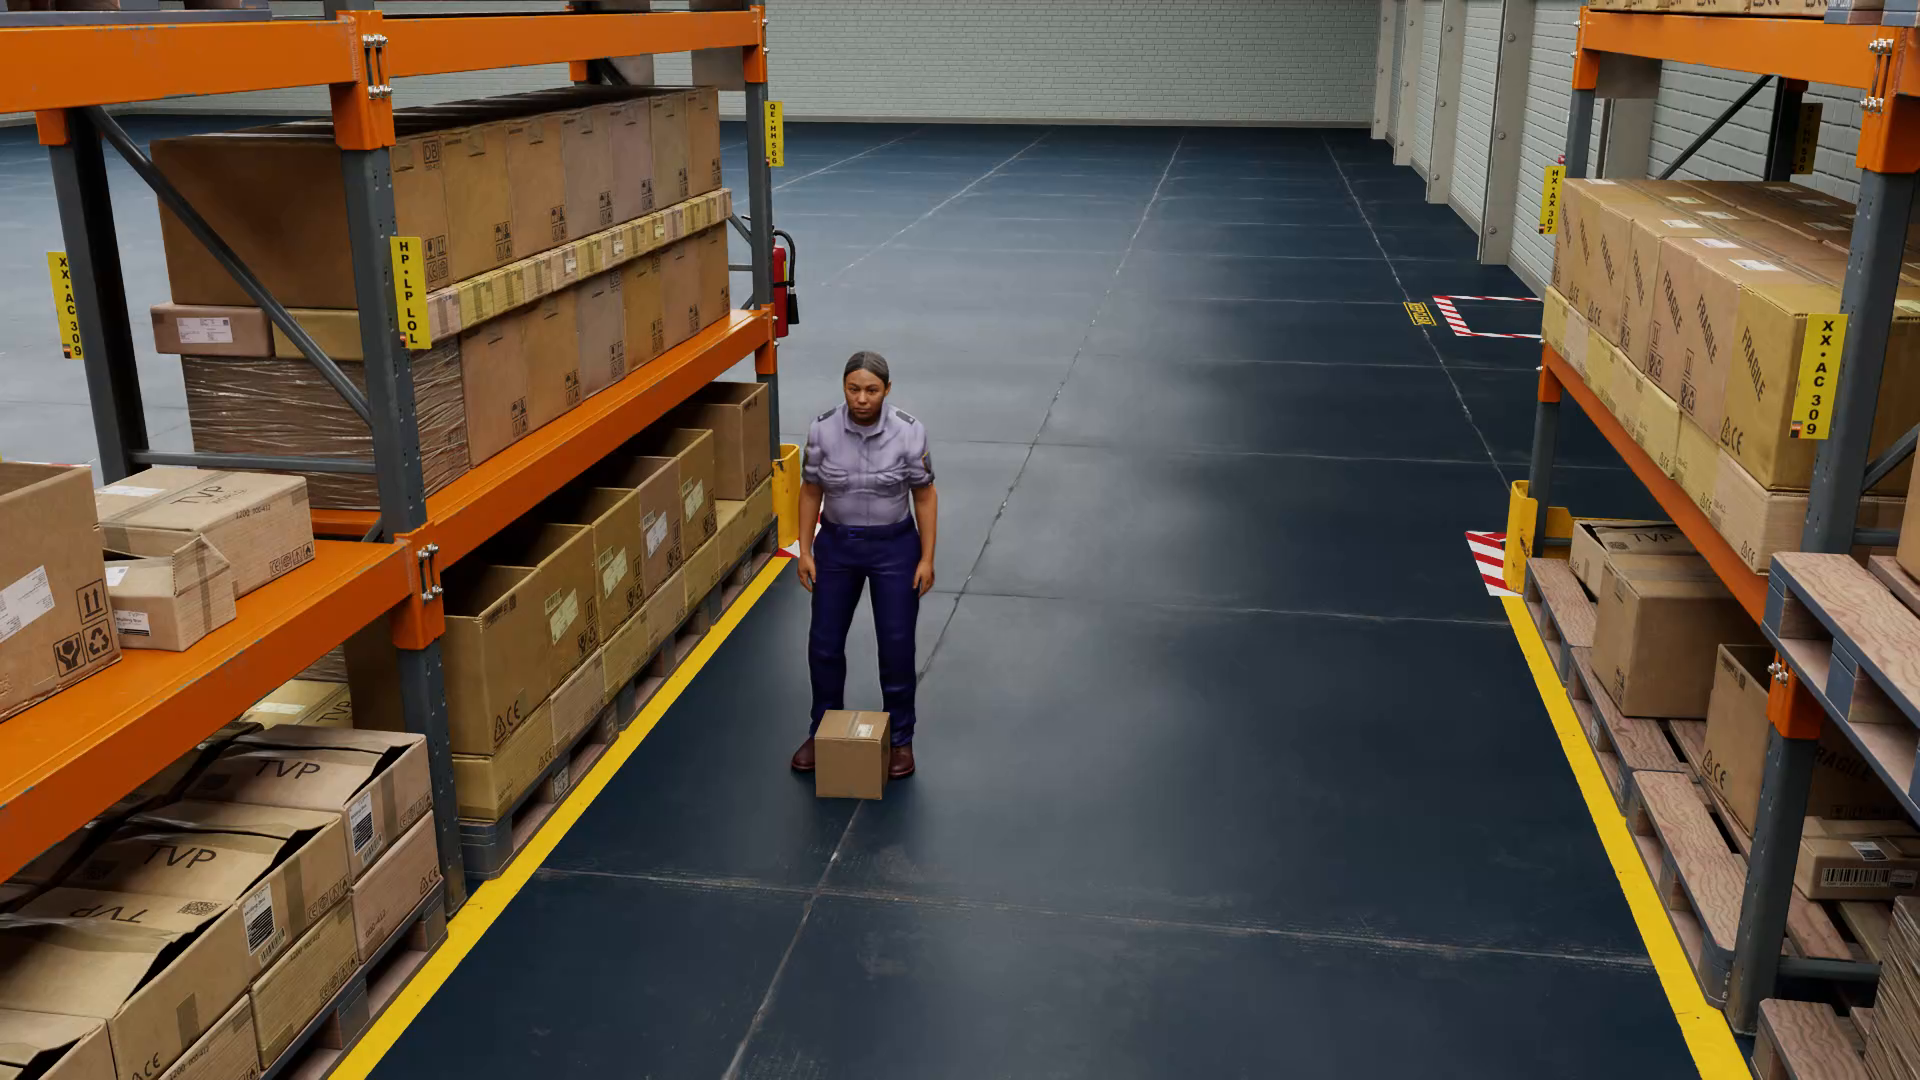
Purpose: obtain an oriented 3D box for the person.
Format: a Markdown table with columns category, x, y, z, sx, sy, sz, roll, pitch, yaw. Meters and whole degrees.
| category | x | y | z | sx | sy | sz | roll | pitch | yaw |
| --- | --- | --- | --- | --- | --- | --- | --- | --- | --- |
| person | -0.369 | 0.077 | 6.329 | 0.564 | 1.652 | 0.374 | 2 | 18 | 6 |
